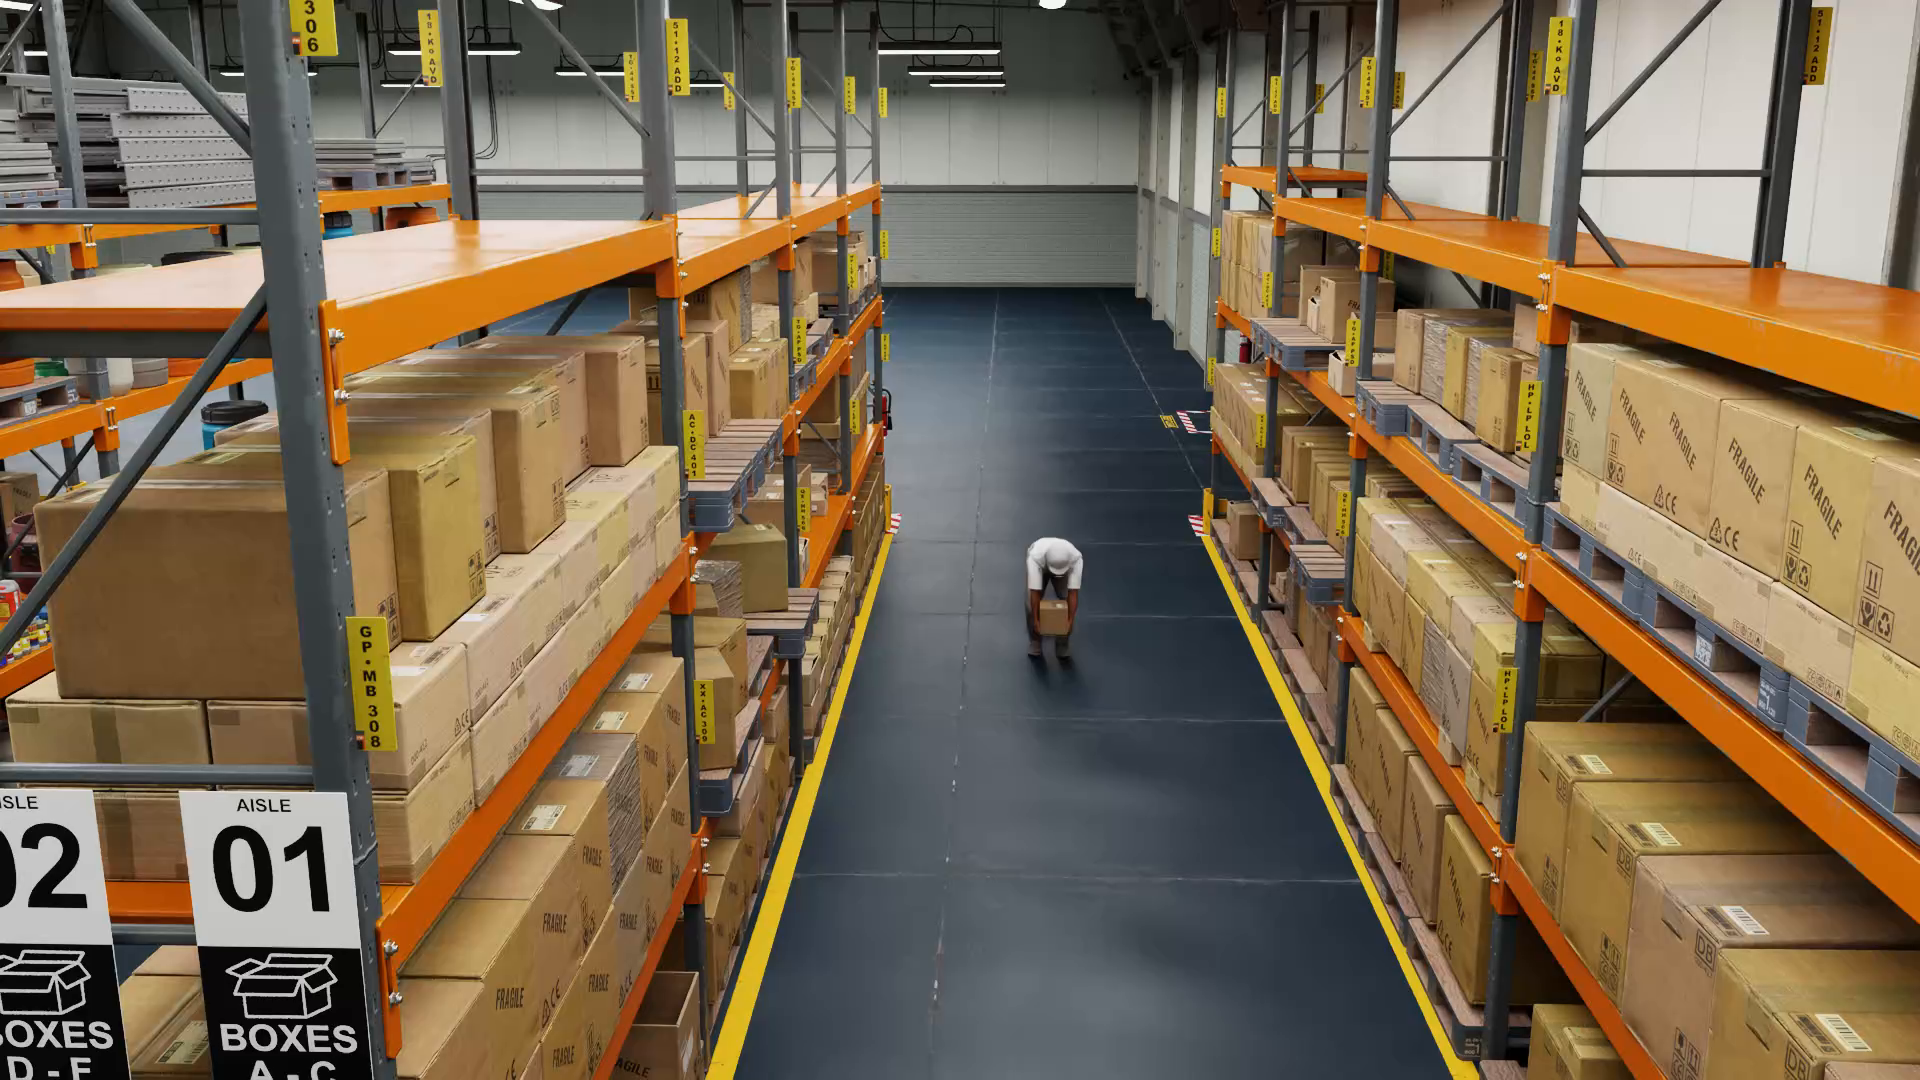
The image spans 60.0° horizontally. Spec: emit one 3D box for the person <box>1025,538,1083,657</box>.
[{"bbox_3d":[0.849,0.512,15.074,0.507,1.186,0.953,0,14,-1],"label":"person"}]
